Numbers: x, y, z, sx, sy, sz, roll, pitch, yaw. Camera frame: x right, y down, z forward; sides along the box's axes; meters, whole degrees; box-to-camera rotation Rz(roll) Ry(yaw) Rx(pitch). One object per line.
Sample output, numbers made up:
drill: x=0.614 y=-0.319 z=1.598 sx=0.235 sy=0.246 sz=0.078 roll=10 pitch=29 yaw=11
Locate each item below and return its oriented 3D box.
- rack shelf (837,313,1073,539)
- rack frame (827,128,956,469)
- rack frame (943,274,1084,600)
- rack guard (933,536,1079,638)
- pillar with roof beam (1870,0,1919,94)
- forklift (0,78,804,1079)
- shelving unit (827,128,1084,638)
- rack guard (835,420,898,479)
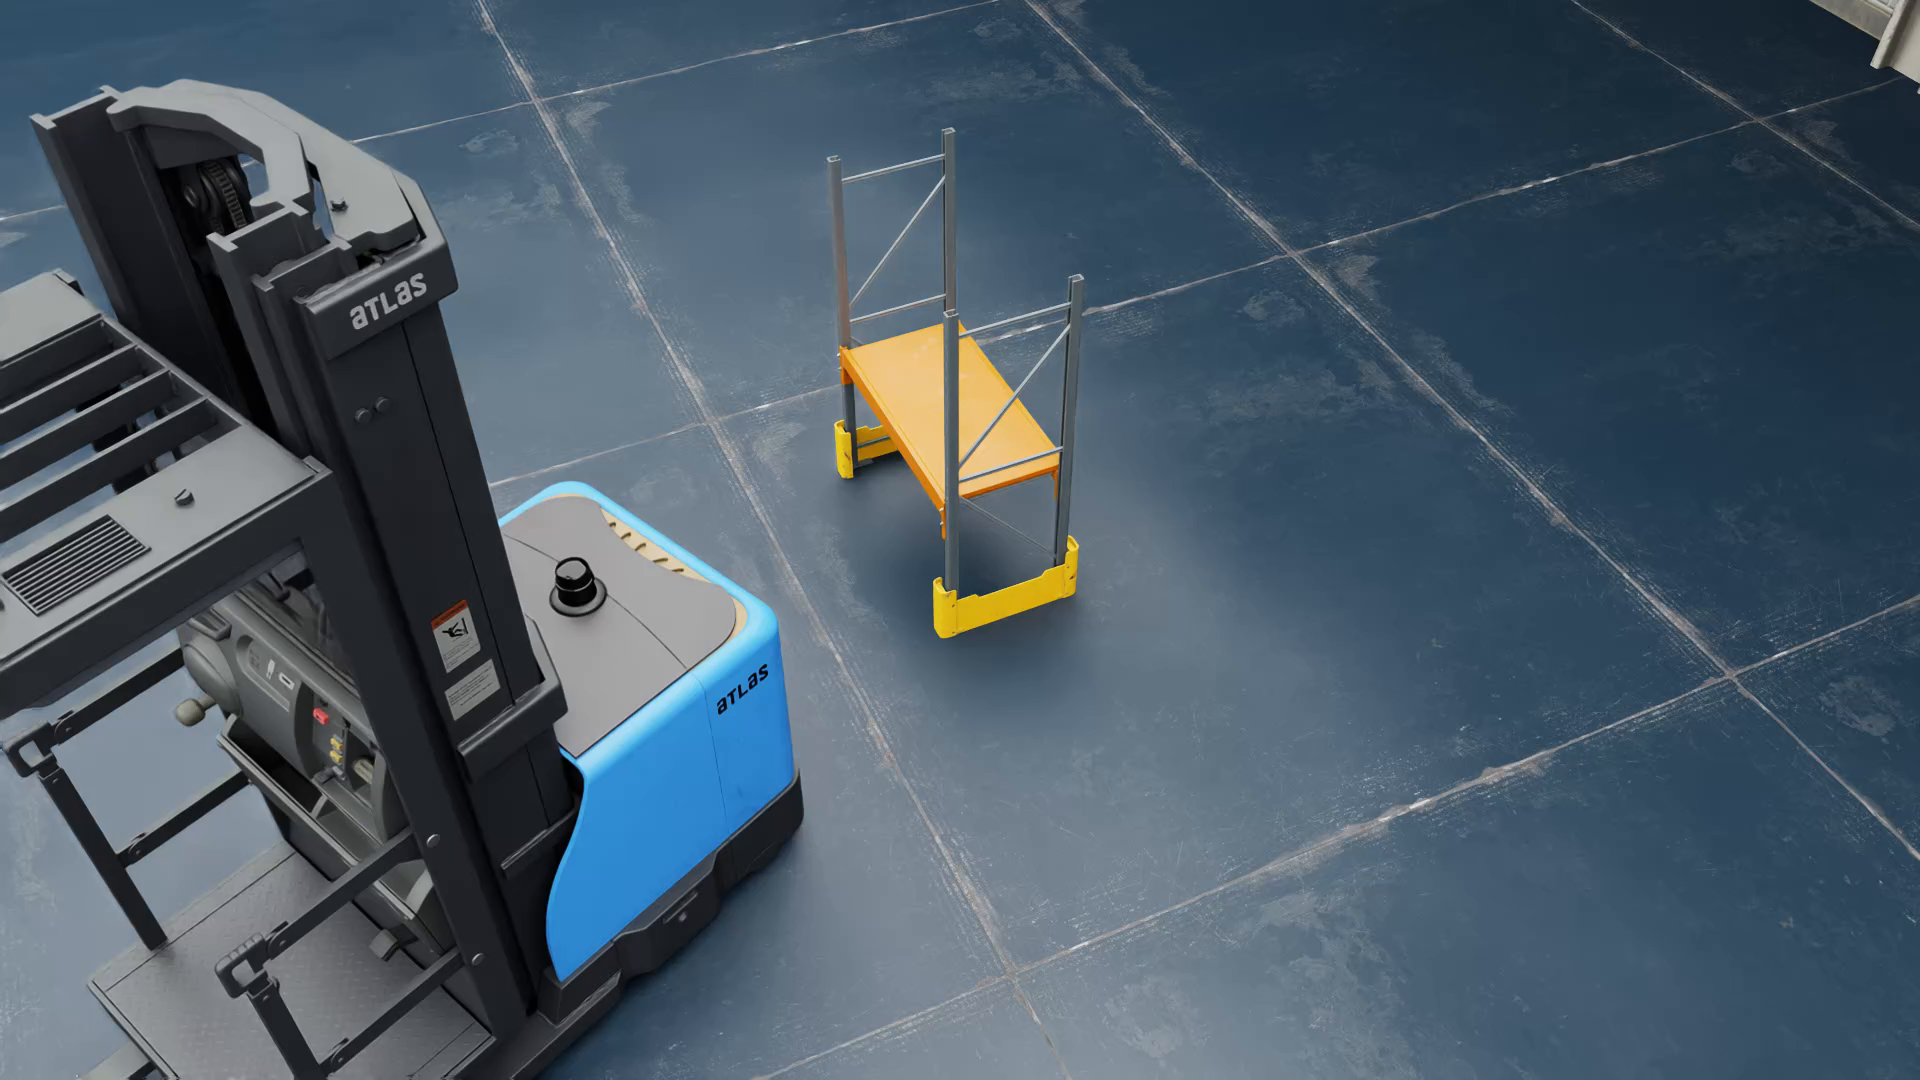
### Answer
rack shelf: x=-0.036 y=-0.460 z=6.405 sx=0.538 sy=0.185 sz=1.000 roll=-18 pitch=47 yaw=-17
rack frame: x=-0.250 y=-0.912 z=6.607 sx=0.500 sy=1.500 sz=0.032 roll=-18 pitch=47 yaw=-17
rack frame: x=0.178 y=-0.264 z=5.950 sx=0.500 sy=1.500 sz=0.032 roll=-18 pitch=47 yaw=-17
rack guard: x=0.177 y=0.180 z=6.390 sx=0.587 sy=0.250 sz=0.087 roll=-18 pitch=47 yaw=-17
pillar with roof beam: x=1.516 y=-4.570 z=4.975 sx=9.100 sy=9.000 sz=0.400 roll=-18 pitch=47 yaw=-17
forklift: x=-1.874 y=0.508 z=4.148 sx=1.130 sy=2.935 sz=3.031 roll=31 pitch=52 yaw=28
shelving unit: x=-0.032 y=-0.582 z=6.272 sx=0.587 sy=1.500 sz=1.083 roll=-18 pitch=47 yaw=-17
rack guard: x=-0.241 y=-0.455 z=7.033 sx=0.587 sy=0.250 sz=0.087 roll=-18 pitch=47 yaw=-17
